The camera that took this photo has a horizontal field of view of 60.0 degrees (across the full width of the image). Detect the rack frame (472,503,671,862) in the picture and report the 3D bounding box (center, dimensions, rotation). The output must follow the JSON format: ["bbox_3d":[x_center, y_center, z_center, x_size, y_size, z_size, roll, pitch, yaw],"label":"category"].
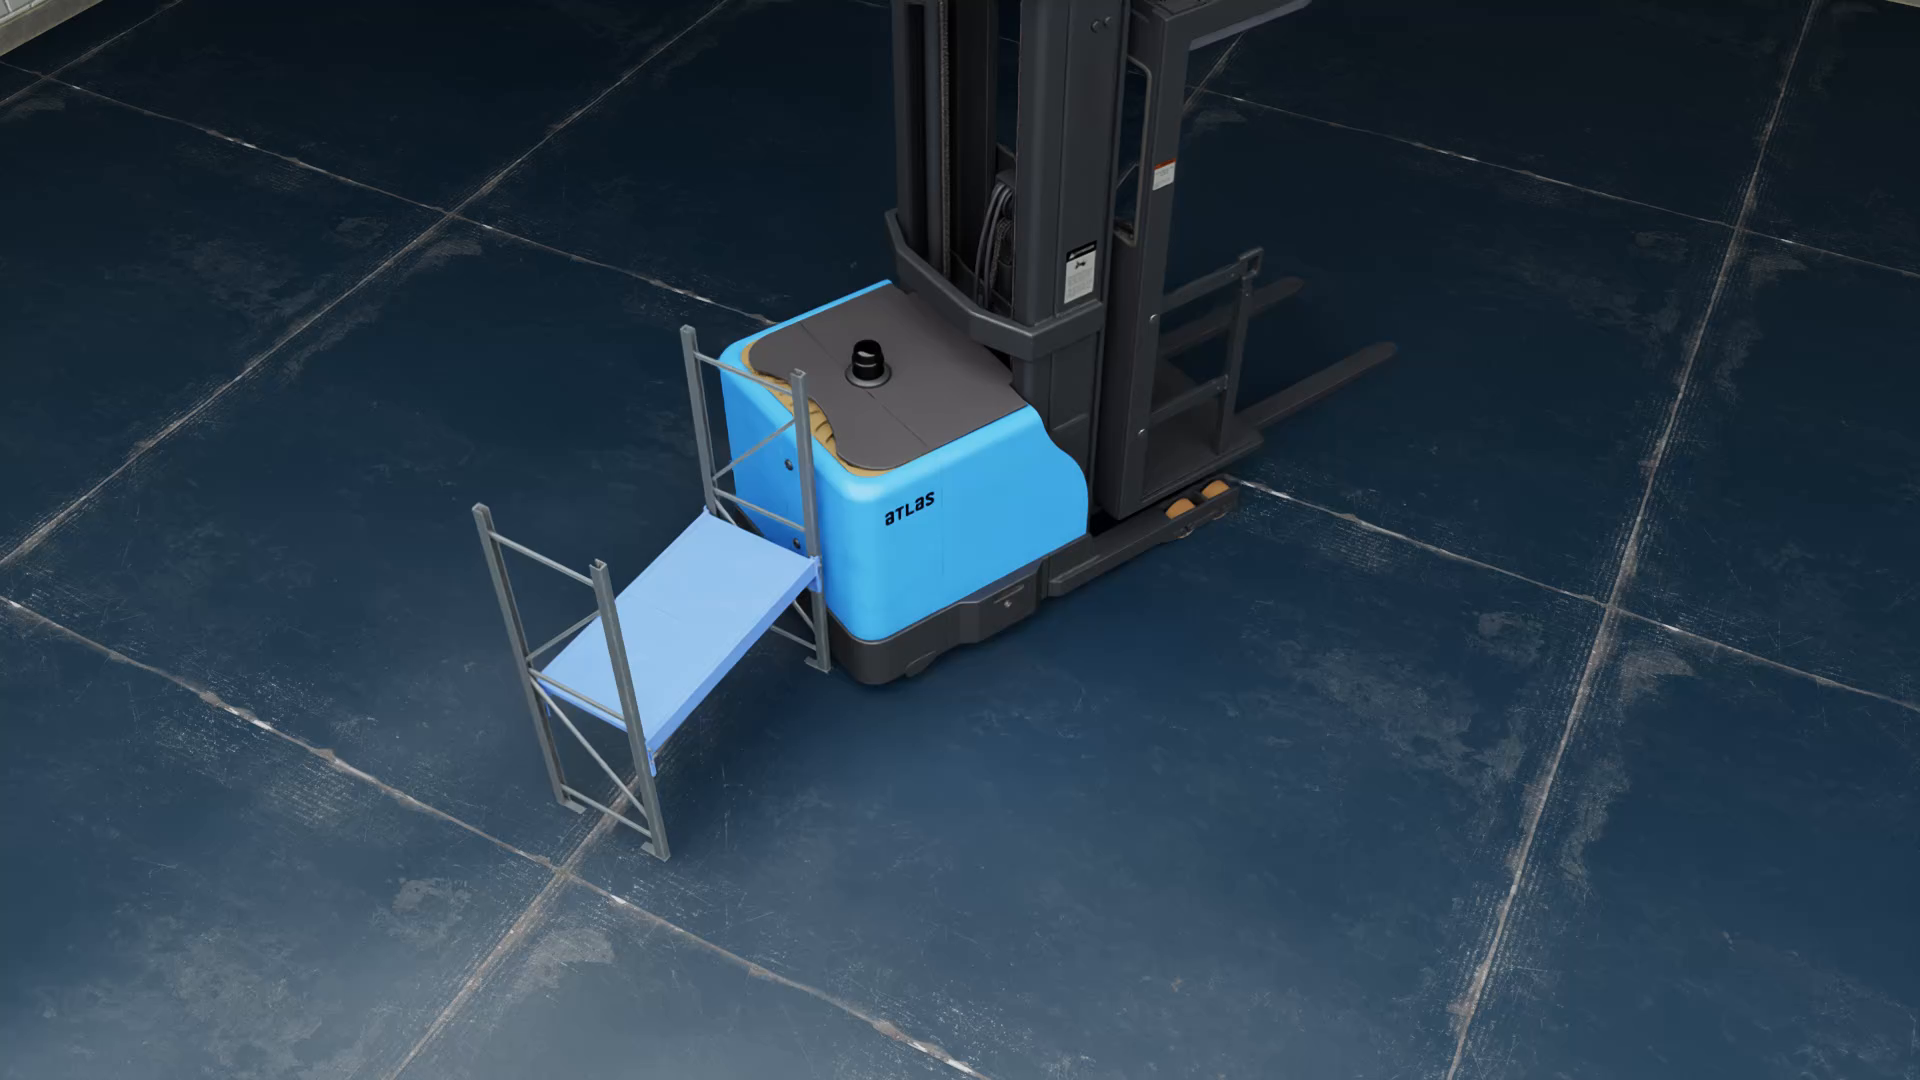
[{"bbox_3d":[-1.252,0.515,5.466,0.500,1.500,0.032,23,50,21],"label":"rack frame"}]

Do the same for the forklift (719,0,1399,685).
[{"bbox_3d":[0.576,-1.321,6.274,3.031,2.935,1.130,-27,51,-24],"label":"forklift"}]

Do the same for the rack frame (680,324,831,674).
[{"bbox_3d":[-0.727,-0.104,6.079,0.500,1.500,0.032,23,50,21],"label":"rack frame"}]

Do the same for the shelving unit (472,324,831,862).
[{"bbox_3d":[-0.990,0.205,5.773,0.538,1.500,1.048,23,50,21],"label":"shelving unit"}]

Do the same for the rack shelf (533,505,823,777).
[{"bbox_3d":[-0.990,0.332,5.900,0.538,0.185,1.000,23,50,21],"label":"rack shelf"}]
